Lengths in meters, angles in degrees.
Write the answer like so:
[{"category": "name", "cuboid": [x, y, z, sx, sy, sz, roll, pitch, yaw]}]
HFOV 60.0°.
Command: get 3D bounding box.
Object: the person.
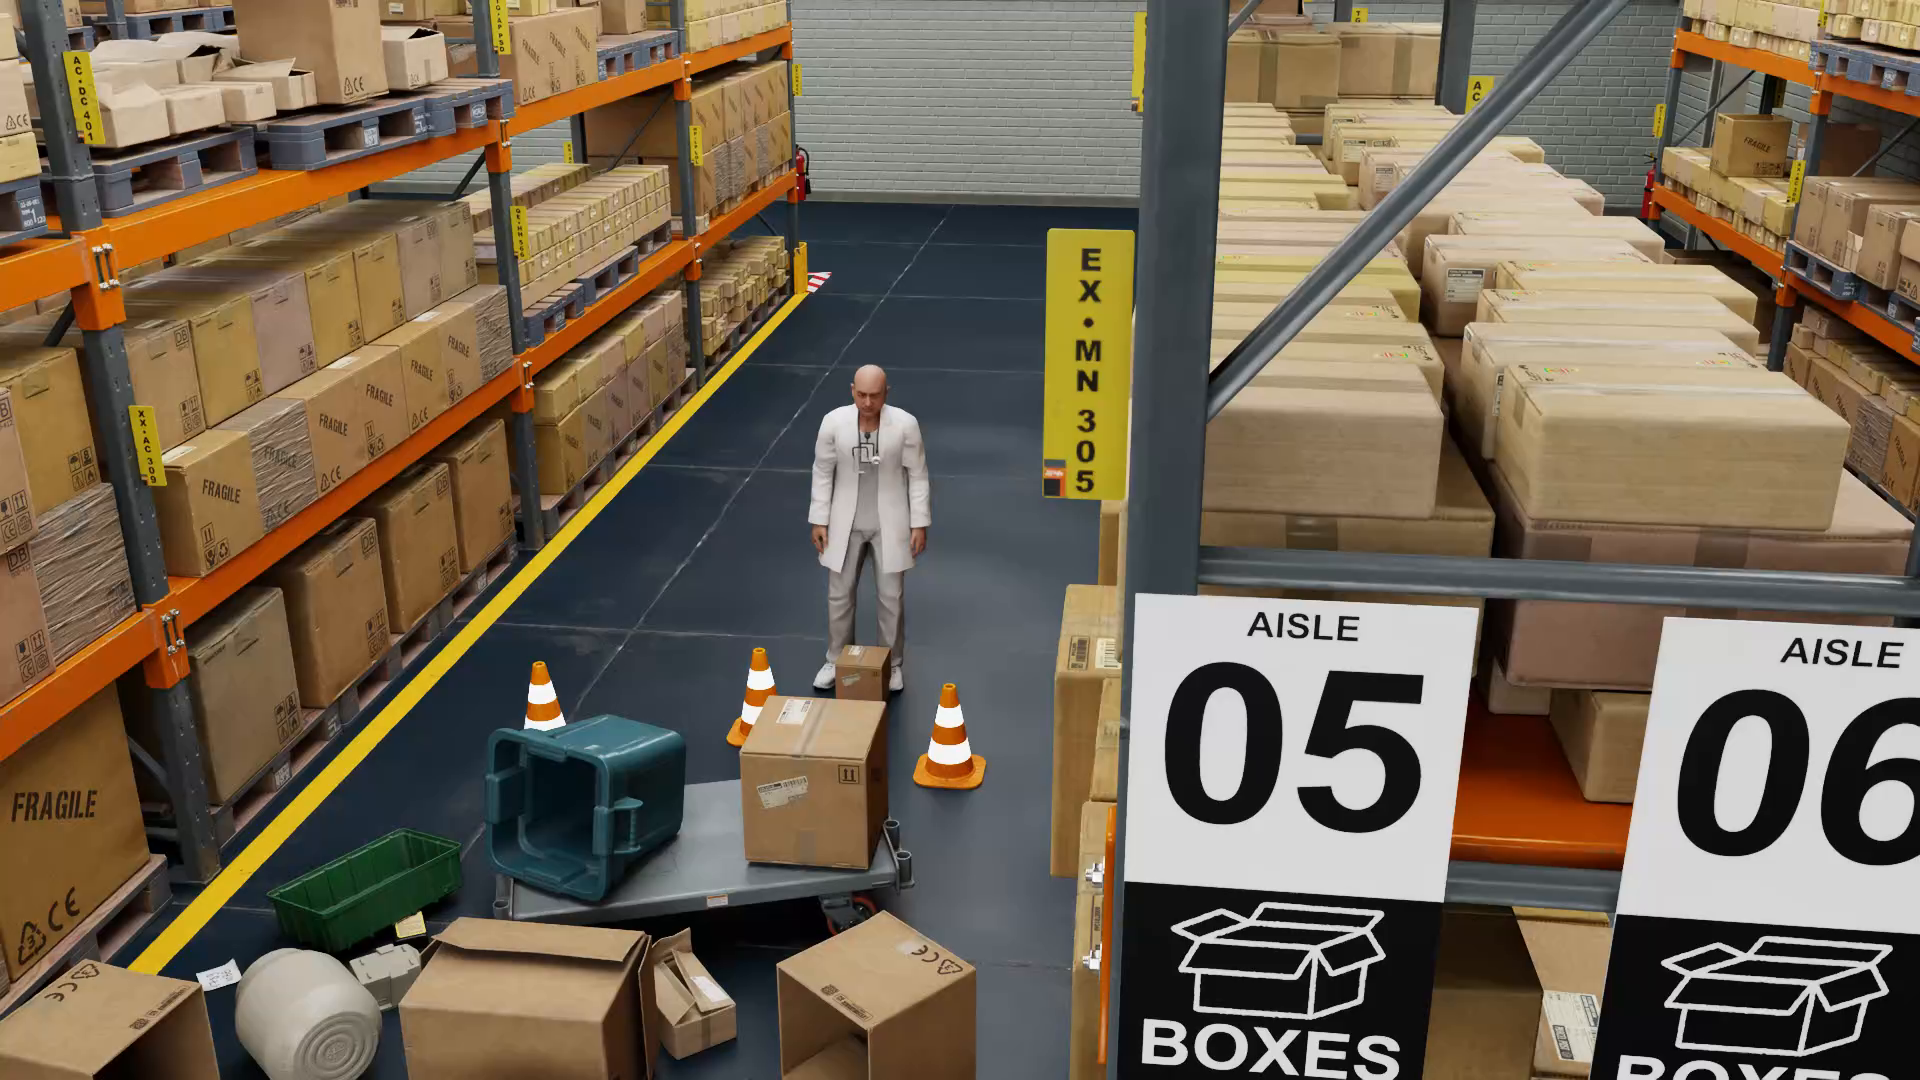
[{"category": "person", "cuboid": [-0.475, -0.072, 8.791, 0.654, 1.774, 0.422, 1, 21, 3]}]
